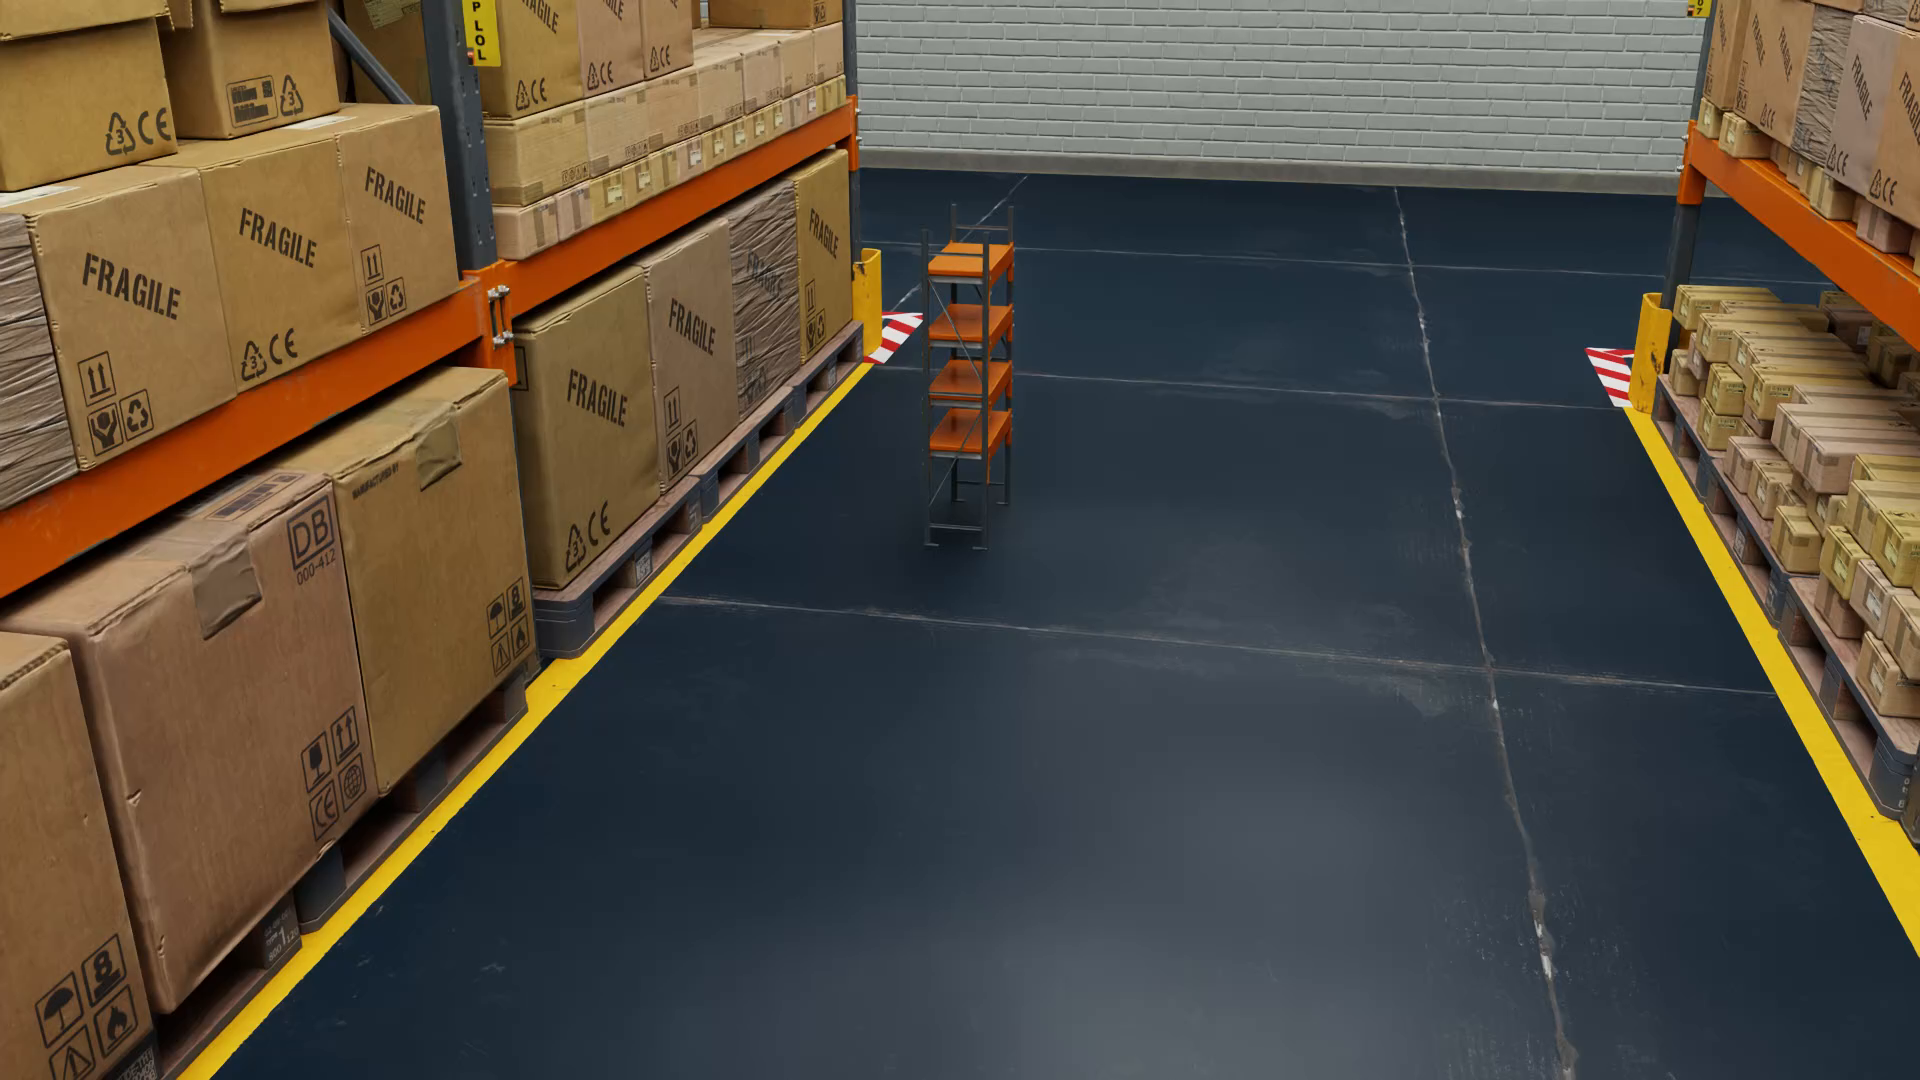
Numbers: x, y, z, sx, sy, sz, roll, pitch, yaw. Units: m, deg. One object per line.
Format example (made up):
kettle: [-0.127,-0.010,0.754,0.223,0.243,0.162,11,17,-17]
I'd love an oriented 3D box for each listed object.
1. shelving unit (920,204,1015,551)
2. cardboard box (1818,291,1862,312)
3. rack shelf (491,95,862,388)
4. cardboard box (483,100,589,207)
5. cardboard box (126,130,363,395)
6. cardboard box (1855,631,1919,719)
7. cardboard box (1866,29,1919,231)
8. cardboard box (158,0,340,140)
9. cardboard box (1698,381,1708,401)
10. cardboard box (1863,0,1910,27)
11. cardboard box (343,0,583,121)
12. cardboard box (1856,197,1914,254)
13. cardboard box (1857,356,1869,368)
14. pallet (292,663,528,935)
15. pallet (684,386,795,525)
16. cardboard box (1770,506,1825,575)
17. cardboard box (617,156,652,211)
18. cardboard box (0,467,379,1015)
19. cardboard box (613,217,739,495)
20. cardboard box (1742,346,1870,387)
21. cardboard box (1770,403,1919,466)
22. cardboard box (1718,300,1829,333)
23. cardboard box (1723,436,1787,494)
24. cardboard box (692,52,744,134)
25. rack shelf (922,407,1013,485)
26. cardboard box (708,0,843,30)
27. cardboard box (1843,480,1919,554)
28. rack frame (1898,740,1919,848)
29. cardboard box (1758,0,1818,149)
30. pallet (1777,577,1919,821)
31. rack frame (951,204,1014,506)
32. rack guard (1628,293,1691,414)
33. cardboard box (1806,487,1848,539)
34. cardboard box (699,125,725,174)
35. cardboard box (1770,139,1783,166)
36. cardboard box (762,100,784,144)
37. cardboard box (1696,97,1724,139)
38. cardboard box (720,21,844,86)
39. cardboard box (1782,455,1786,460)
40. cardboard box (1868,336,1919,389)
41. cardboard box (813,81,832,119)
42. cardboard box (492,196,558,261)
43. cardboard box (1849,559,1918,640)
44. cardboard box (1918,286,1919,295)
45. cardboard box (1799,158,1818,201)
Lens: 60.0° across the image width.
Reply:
shelving unit: [0.034,-0.617,6.280,0.258,1.200,0.503,4,22,11]
cardboard box: [3.954,-0.969,7.203,0.380,0.149,0.250,5,22,12]
rack shelf: [-1.429,-1.384,6.737,1.077,0.370,4.000,4,22,11]
cardboard box: [-1.485,-1.206,5.136,0.500,0.250,0.500,4,22,10]
cardboard box: [-1.773,-0.660,3.843,0.500,0.500,0.500,5,23,13]
cardboard box: [2.745,0.387,4.631,0.380,0.149,0.250,5,22,12]
cardboard box: [2.927,-1.144,4.646,0.500,0.500,0.500,4,22,9]
cardboard box: [-1.959,-1.263,3.999,0.797,0.503,0.637,4,22,10]
cardboard box: [3.421,-0.637,7.174,0.380,0.149,0.250,4,22,11]
cardboard box: [3.048,-1.787,4.905,0.500,0.500,0.500,5,22,12]
cardboard box: [-1.489,-1.558,5.005,0.500,0.500,0.500,4,22,11]
cardboard box: [2.989,-0.966,5.074,0.380,0.149,0.250,3,22,9]
cardboard box: [3.882,-0.639,6.781,0.380,0.149,0.250,4,22,9]
pallet: [-1.921,0.595,4.592,1.003,0.211,1.213,4,22,11]
pallet: [-1.358,-0.412,7.094,1.003,0.211,1.213,4,22,11]
cardboard box: [2.956,0.009,5.571,0.380,0.149,0.250,4,22,11]
cardboard box: [-1.292,-1.241,5.756,0.380,0.149,0.250,4,22,9]
cardboard box: [-2.129,0.367,3.708,1.225,0.875,0.875,4,22,9]
cardboard box: [-1.440,-0.760,6.506,0.875,0.875,0.875,4,22,11]
cardboard box: [3.224,-0.626,6.351,0.380,0.149,0.250,5,23,13]
cardboard box: [3.010,-0.352,5.670,0.380,0.149,0.250,4,22,9]
cardboard box: [3.436,-0.906,7.047,0.380,0.149,0.250,5,22,12]
cardboard box: [3.123,-0.275,6.276,0.380,0.149,0.250,3,22,8]
cardboard box: [-1.170,-1.757,6.504,0.500,0.250,0.500,4,22,11]
rack shelf: [0.034,-0.371,6.379,0.258,0.148,0.480,4,22,11]
cardboard box: [-0.863,-2.667,7.759,0.500,0.500,0.500,5,22,12]
cardboard box: [2.873,-0.057,4.938,0.380,0.149,0.250,4,22,10]
rack frame: [2.998,-0.571,3.756,1.000,3.000,0.127,4,22,11]
cardboard box: [3.256,-1.699,6.025,0.500,0.500,0.500,5,22,12]
pallet: [3.100,0.474,4.893,1.003,0.211,1.213,4,22,11]
rack frame: [0.084,-0.706,6.501,0.240,1.200,0.015,4,22,11]
rack guard: [3.799,-0.846,7.786,1.175,0.500,0.348,4,22,11]
cardboard box: [3.012,-0.099,5.440,0.380,0.149,0.250,5,22,12]
cardboard box: [-1.134,-1.522,6.455,0.380,0.149,0.250,4,22,9]
cardboard box: [3.390,-1.528,6.469,0.380,0.149,0.250,6,23,13]
cardboard box: [-0.978,-1.803,7.152,0.380,0.149,0.250,4,22,10]
cardboard box: [3.427,-1.824,7.203,0.380,0.149,0.250,4,22,10]
cardboard box: [-0.860,-2.320,7.901,0.500,0.250,0.500,4,22,10]
cardboard box: [3.247,-0.388,6.157,0.380,0.149,0.250,6,23,14]
cardboard box: [3.803,-0.687,6.503,0.380,0.149,0.250,4,22,9]
cardboard box: [-0.822,-2.082,7.844,0.380,0.149,0.250,5,22,11]
cardboard box: [-1.451,-0.952,5.039,0.380,0.149,0.250,5,22,11]
cardboard box: [2.794,0.179,4.749,0.380,0.149,0.250,3,22,8]
cardboard box: [2.773,-0.679,4.361,0.380,0.149,0.250,4,22,9]
cardboard box: [3.159,-1.249,5.777,0.380,0.149,0.250,5,23,13]
